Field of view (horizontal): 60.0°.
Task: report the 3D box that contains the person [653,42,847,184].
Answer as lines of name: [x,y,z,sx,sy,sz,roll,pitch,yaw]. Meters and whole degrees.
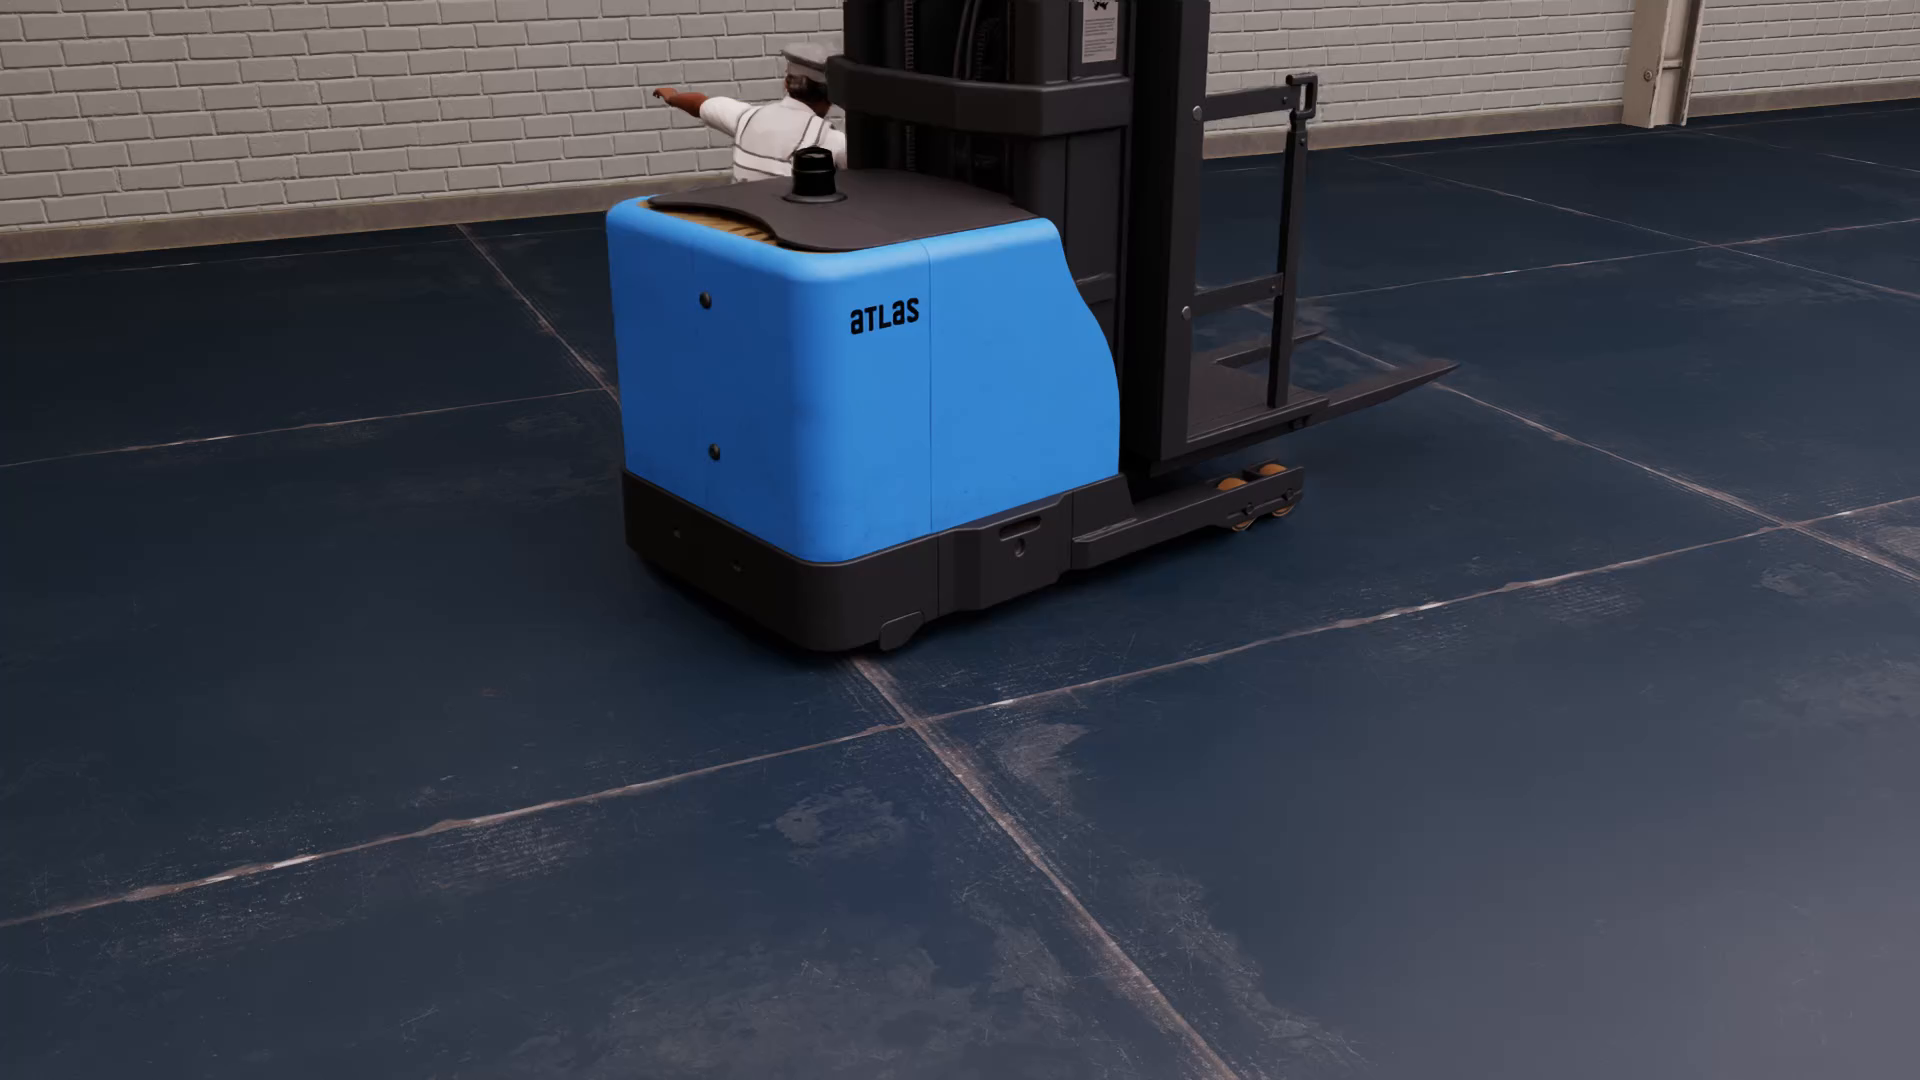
person: [-0.498,-1.019,5.682,1.501,1.322,0.726,18,29,37]

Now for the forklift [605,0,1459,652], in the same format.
forklift: [0.463,-1.515,4.934,3.031,2.935,1.130,-18,29,-37]
